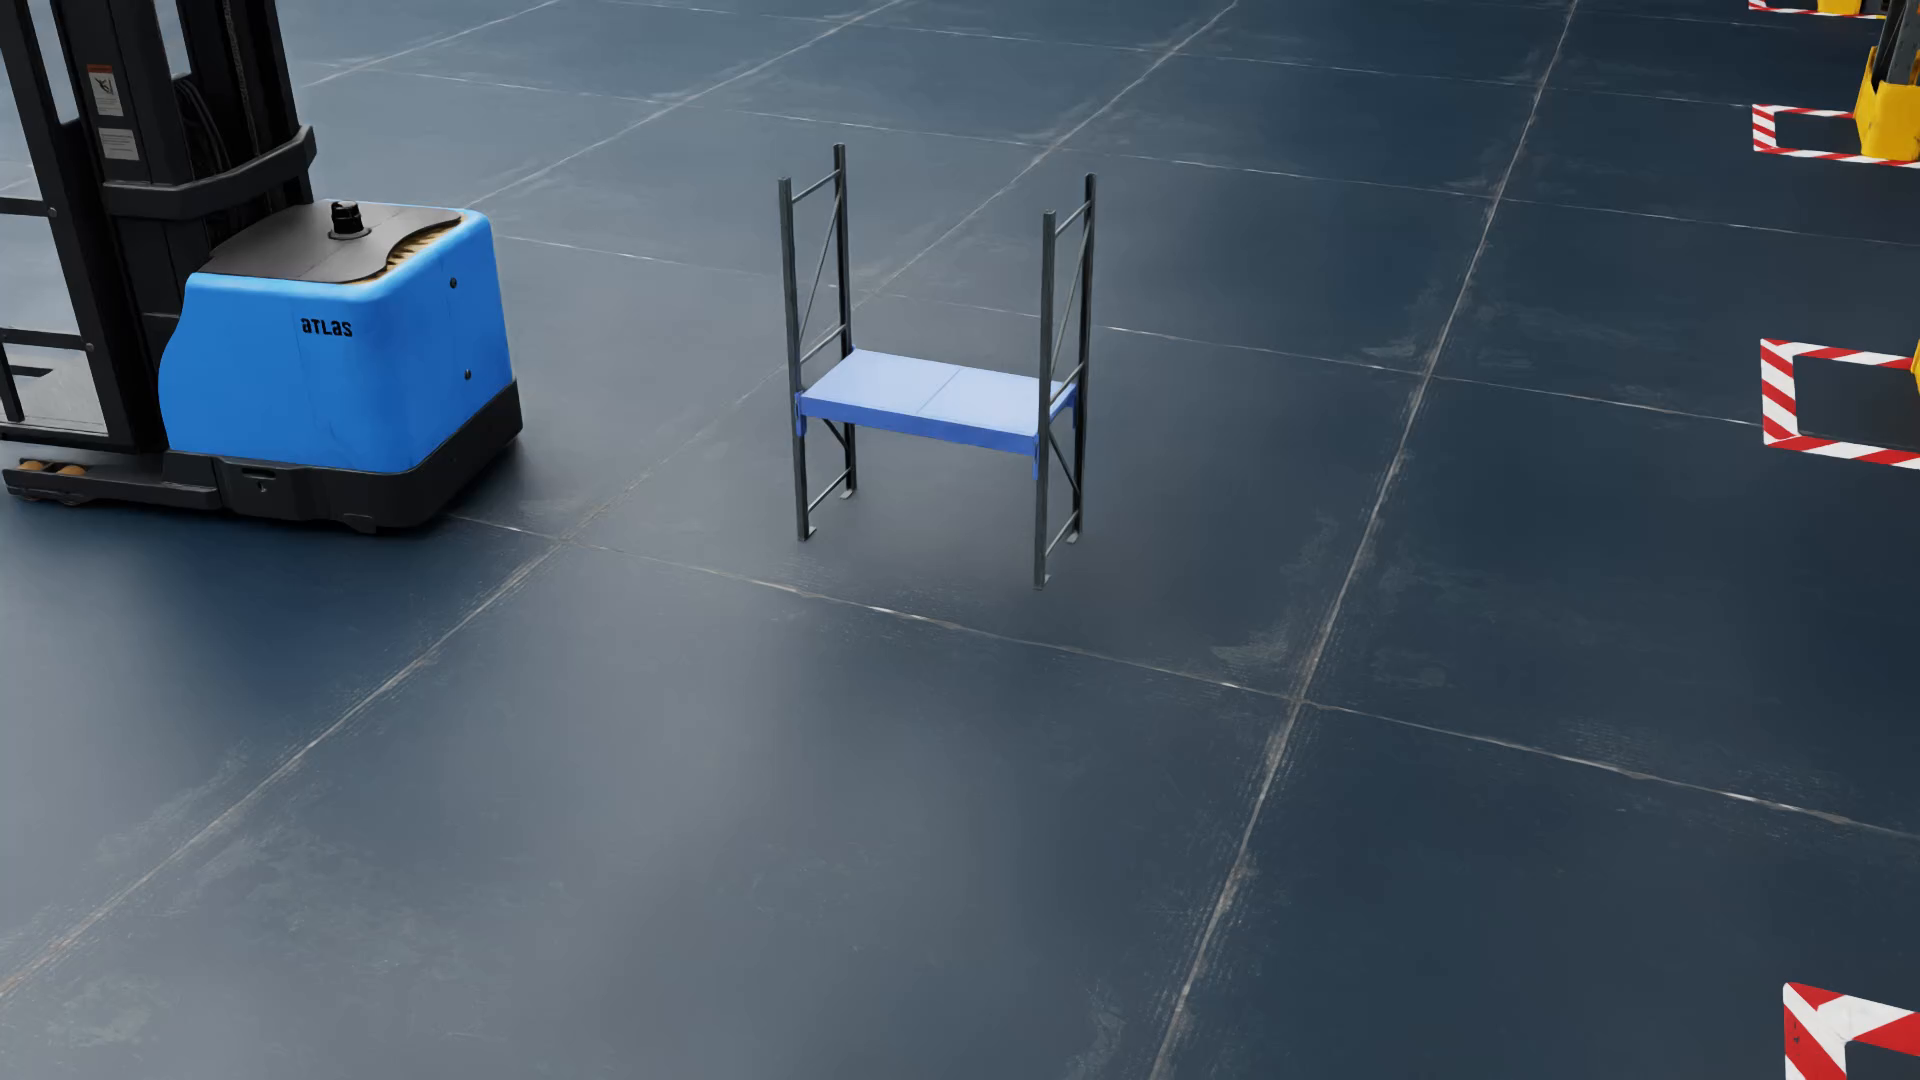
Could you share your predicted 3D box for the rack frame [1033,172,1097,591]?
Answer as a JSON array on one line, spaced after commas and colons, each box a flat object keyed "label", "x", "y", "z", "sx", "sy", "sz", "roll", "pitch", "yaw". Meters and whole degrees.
[{"label": "rack frame", "x": 0.392, "y": -0.575, "z": 6.242, "sx": 0.032, "sy": 1.500, "sz": 0.500, "roll": 11, "pitch": 31, "yaw": 19}]

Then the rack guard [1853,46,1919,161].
[{"label": "rack guard", "x": 6.563, "y": -3.079, "z": 11.690, "sx": 0.348, "sy": 0.500, "sz": 1.175, "roll": 11, "pitch": 31, "yaw": 19}]

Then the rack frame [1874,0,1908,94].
[{"label": "rack frame", "x": 6.474, "y": -4.159, "z": 11.059, "sx": 0.053, "sy": 2.616, "sz": 0.949, "roll": 11, "pitch": 31, "yaw": 19}]

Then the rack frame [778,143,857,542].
[{"label": "rack frame", "x": -0.550, "y": -0.763, "z": 6.575, "sx": 0.032, "sy": 1.500, "sz": 0.500, "roll": 11, "pitch": 31, "yaw": 19}]

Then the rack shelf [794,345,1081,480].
[{"label": "rack shelf", "x": -0.079, "y": -0.512, "z": 6.497, "sx": 1.000, "sy": 0.185, "sz": 0.538, "roll": 11, "pitch": 31, "yaw": 19}]

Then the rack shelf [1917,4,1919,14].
[{"label": "rack shelf", "x": 8.328, "y": -3.477, "z": 10.584, "sx": 4.000, "sy": 0.370, "sz": 1.077, "roll": 11, "pitch": 31, "yaw": 19}]

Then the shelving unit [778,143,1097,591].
[{"label": "shelving unit", "x": -0.079, "y": -0.669, "z": 6.409, "sx": 1.048, "sy": 1.500, "sz": 0.538, "roll": 11, "pitch": 31, "yaw": 19}]

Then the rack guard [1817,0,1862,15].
[{"label": "rack guard", "x": 8.319, "y": -5.334, "z": 15.679, "sx": 0.348, "sy": 0.500, "sz": 1.175, "roll": 11, "pitch": 31, "yaw": 19}]

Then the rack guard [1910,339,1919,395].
[{"label": "rack guard", "x": 4.683, "y": -0.799, "z": 7.656, "sx": 0.348, "sy": 0.500, "sz": 1.175, "roll": 11, "pitch": 31, "yaw": 19}]
